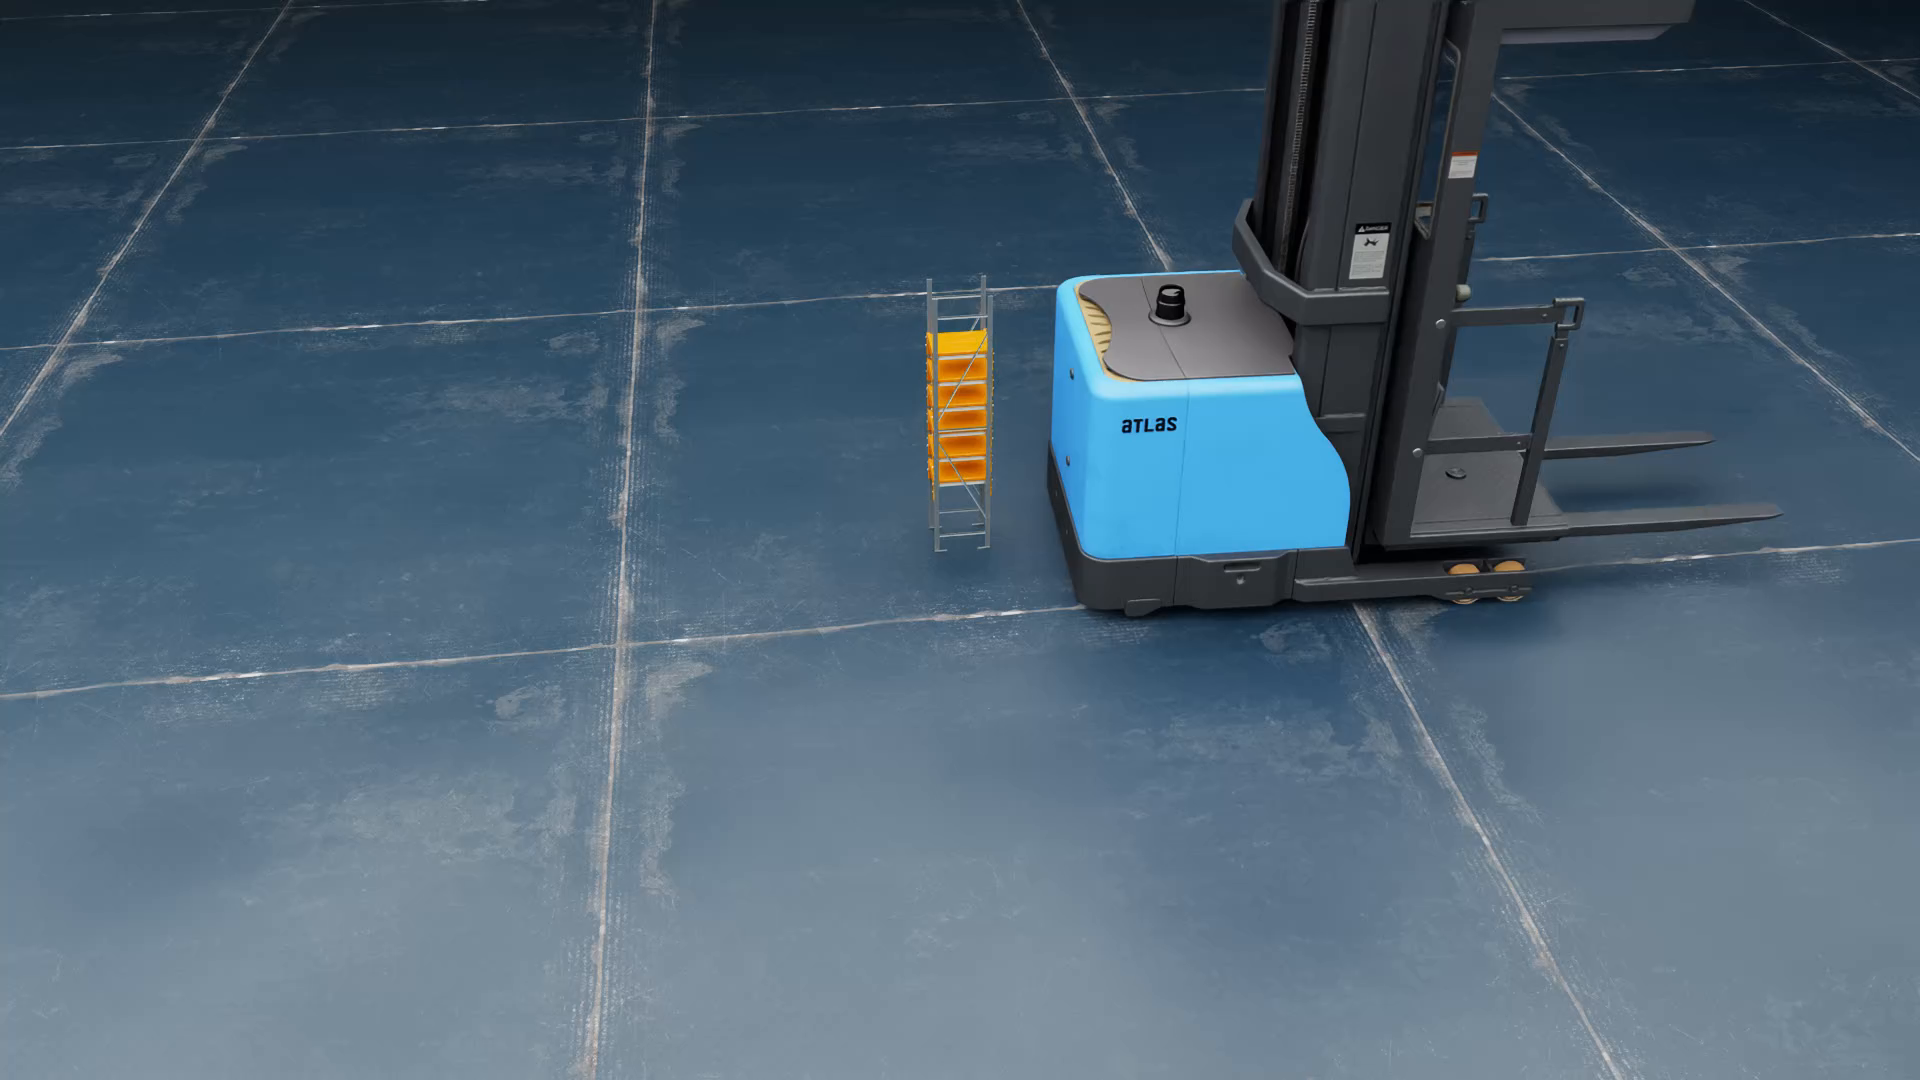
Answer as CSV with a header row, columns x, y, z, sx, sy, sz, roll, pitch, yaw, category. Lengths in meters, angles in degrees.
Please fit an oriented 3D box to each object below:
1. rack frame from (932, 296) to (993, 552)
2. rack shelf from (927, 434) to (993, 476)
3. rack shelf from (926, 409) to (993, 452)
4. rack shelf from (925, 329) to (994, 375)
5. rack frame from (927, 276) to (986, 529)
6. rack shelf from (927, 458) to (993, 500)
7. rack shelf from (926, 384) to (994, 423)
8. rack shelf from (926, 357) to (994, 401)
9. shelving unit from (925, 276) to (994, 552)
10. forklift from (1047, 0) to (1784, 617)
x,y,z,sx,sy,sz,roll,pitch,yaw,category
0.010,-0.453,6.849,0.240,1.200,0.006,-4,35,-6,rack frame
-0.002,-0.368,7.017,0.258,0.103,0.180,-4,35,-6,rack shelf
-0.002,-0.467,6.949,0.258,0.103,0.180,-4,35,-6,rack shelf
-0.002,-0.765,6.746,0.258,0.103,0.180,-4,35,-6,rack shelf
-0.014,-0.555,6.999,0.240,1.200,0.006,-4,35,-6,rack frame
-0.002,-0.269,7.084,0.258,0.103,0.180,-4,35,-6,rack shelf
-0.002,-0.566,6.881,0.258,0.103,0.180,-4,35,-6,rack shelf
-0.002,-0.665,6.814,0.258,0.103,0.180,-4,35,-6,rack shelf
-0.002,-0.504,6.924,0.258,1.200,0.189,-4,35,-6,shelving unit
1.940,-1.241,6.468,3.031,2.935,1.130,-3,34,-5,forklift
